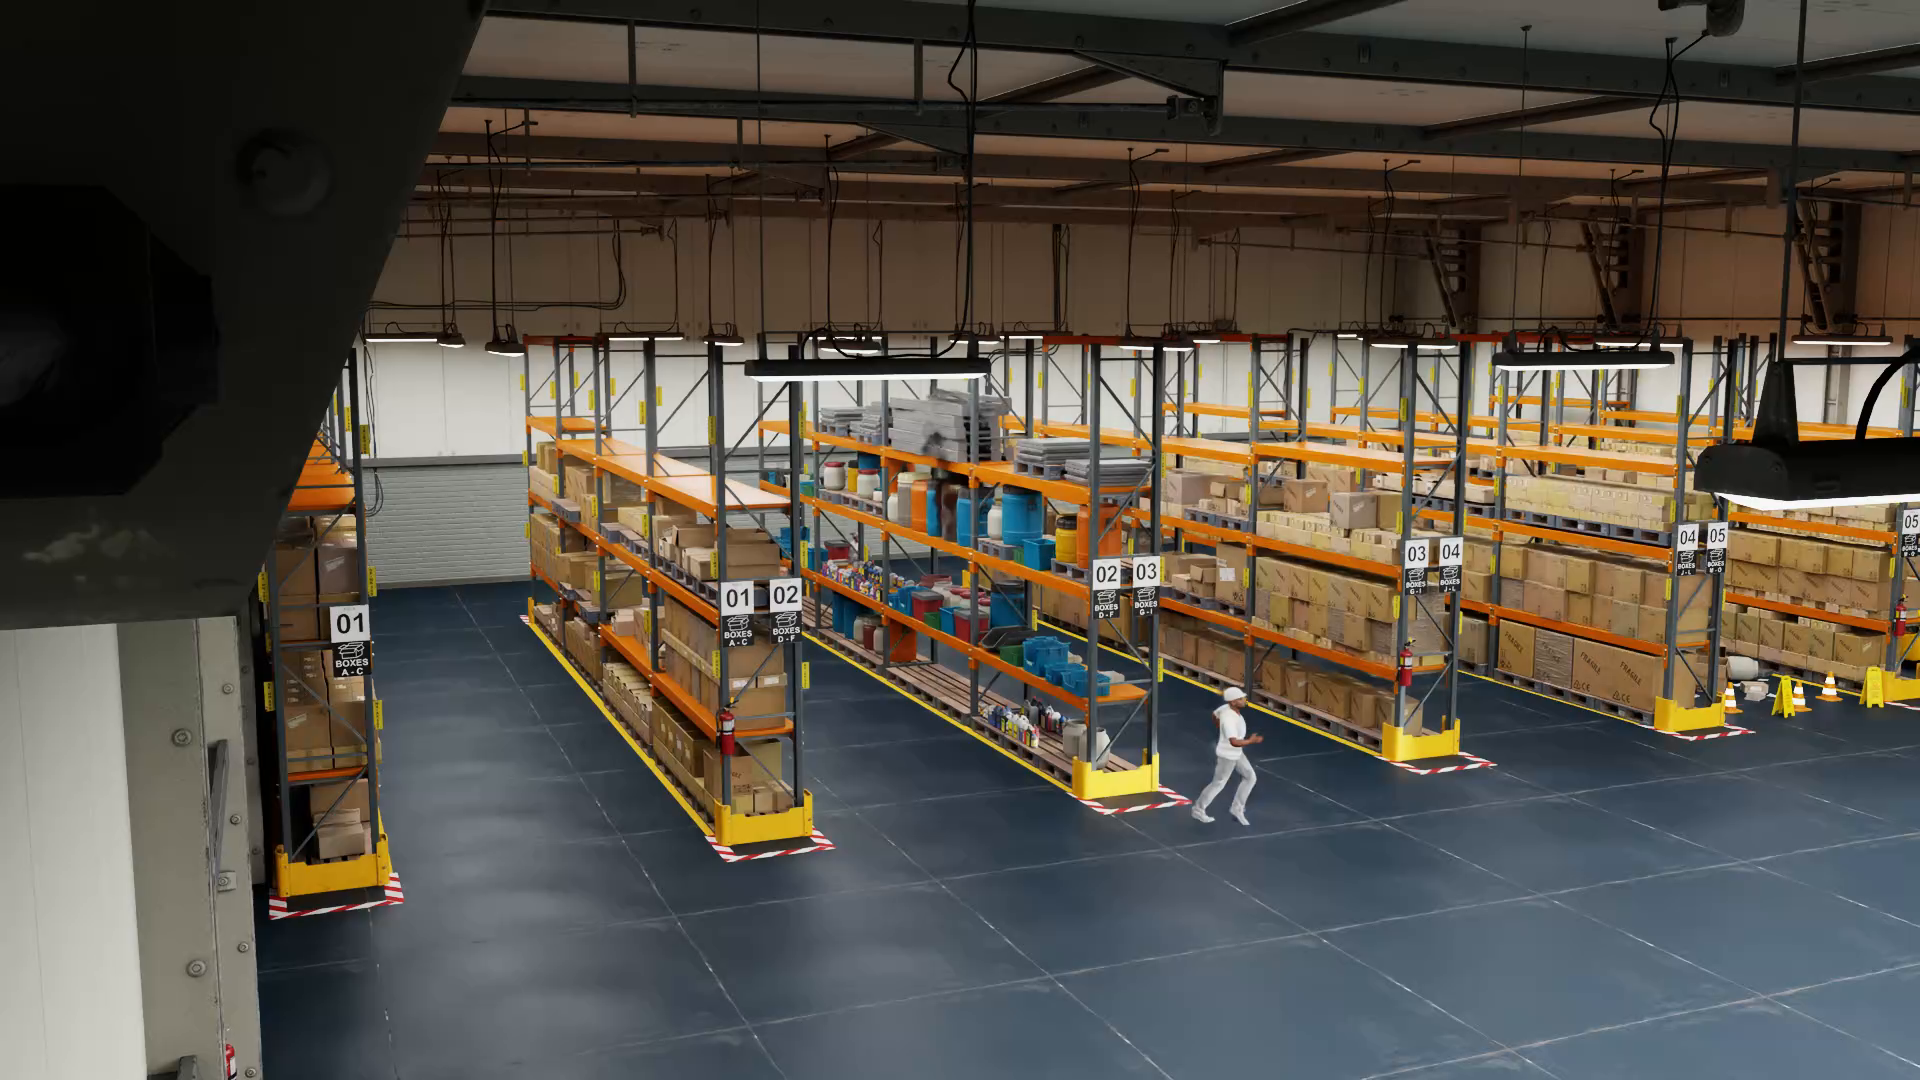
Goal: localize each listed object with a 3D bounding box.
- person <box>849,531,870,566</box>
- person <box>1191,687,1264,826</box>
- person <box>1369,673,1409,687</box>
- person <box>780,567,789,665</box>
[{"bbox_3d":[-2.284,0.564,37.394,0.658,1.618,0.902,-6,10,-39],"label":"person"},{"bbox_3d":[3.359,2.707,20.783,0.886,1.795,0.714,2,8,16],"label":"person"},{"bbox_3d":[7.496,1.602,28.984,0.676,1.802,0.854,-4,9,-30],"label":"person"},{"bbox_3d":[-3.260,1.369,30.876,0.650,1.760,0.871,-2,8,-18],"label":"person"}]
